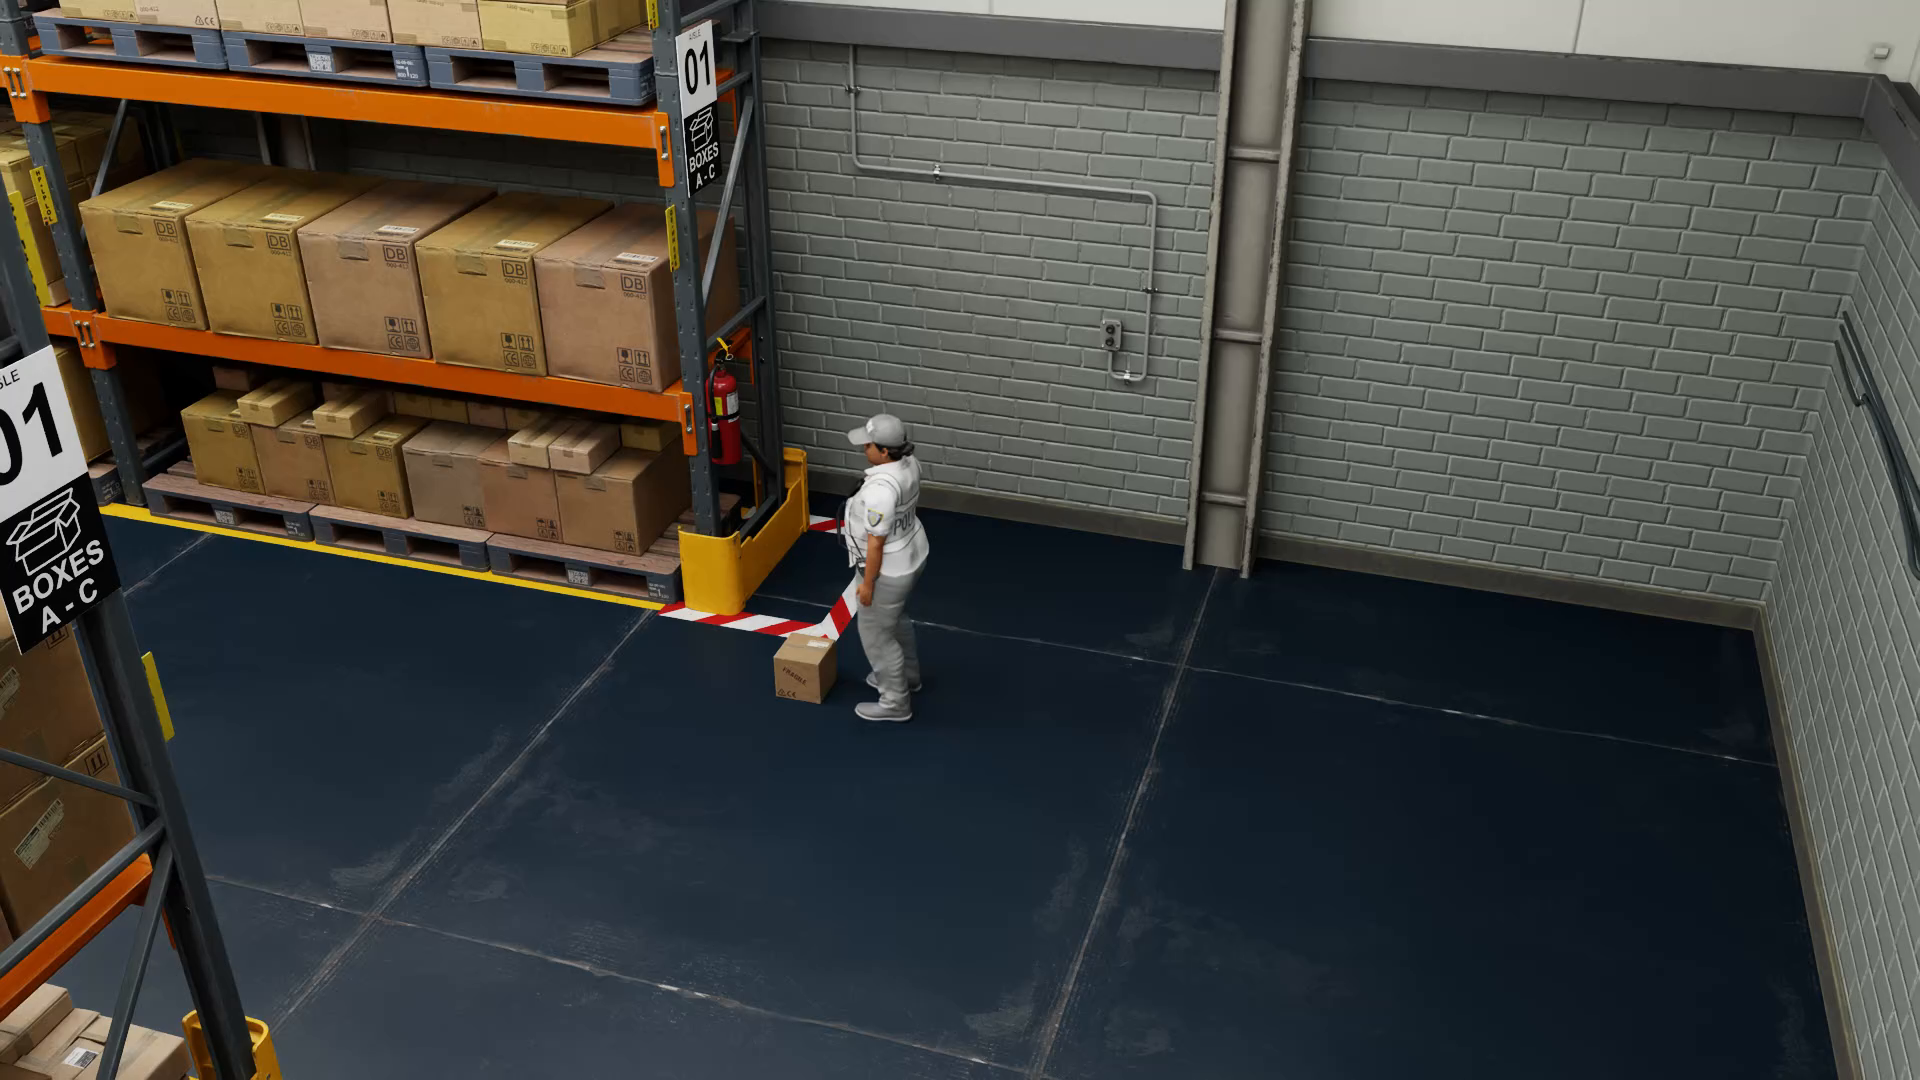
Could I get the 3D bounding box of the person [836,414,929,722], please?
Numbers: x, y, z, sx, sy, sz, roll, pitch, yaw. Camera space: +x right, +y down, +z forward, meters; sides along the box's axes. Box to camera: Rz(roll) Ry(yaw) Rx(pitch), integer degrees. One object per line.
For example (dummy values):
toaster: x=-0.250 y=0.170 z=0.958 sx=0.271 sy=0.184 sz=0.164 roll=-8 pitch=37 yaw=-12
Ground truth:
person: x=-0.372 y=0.134 z=8.265 sx=0.394 sy=1.659 sz=0.467 roll=9 pitch=31 yaw=16
